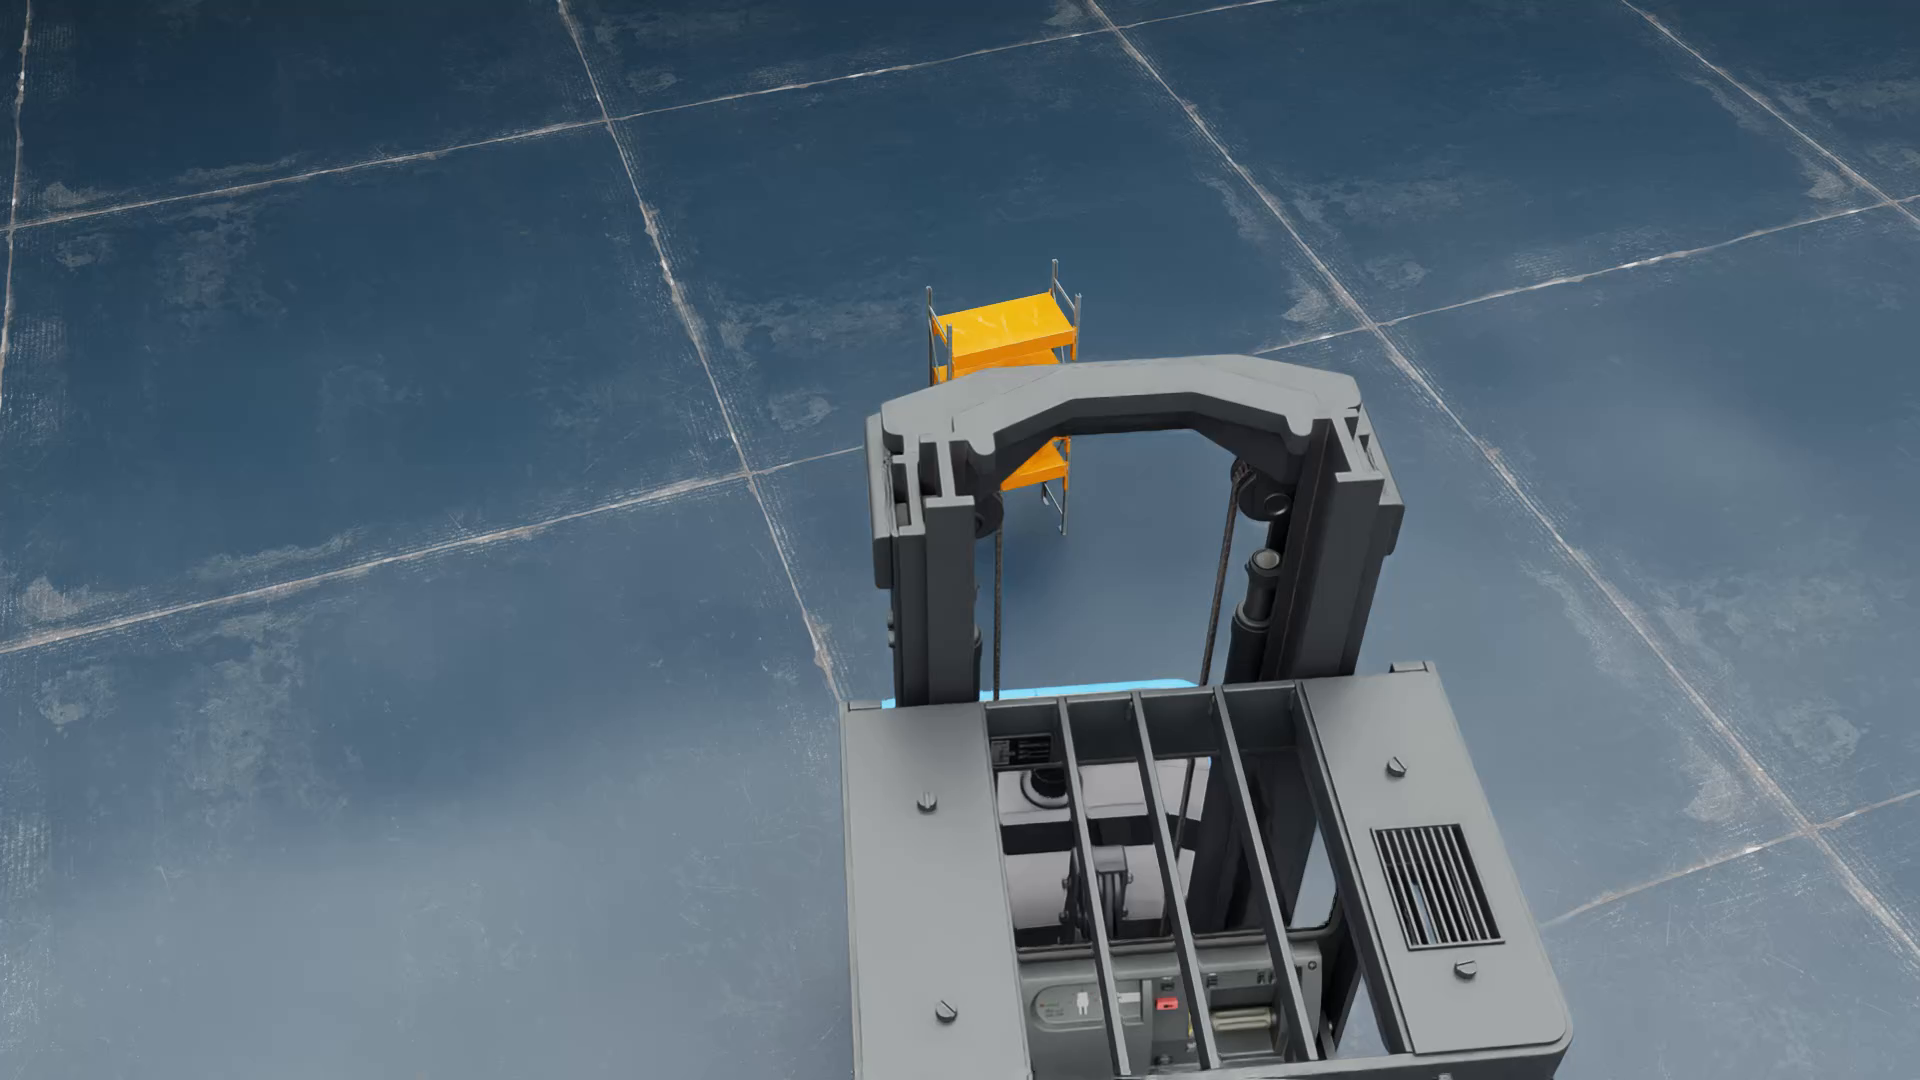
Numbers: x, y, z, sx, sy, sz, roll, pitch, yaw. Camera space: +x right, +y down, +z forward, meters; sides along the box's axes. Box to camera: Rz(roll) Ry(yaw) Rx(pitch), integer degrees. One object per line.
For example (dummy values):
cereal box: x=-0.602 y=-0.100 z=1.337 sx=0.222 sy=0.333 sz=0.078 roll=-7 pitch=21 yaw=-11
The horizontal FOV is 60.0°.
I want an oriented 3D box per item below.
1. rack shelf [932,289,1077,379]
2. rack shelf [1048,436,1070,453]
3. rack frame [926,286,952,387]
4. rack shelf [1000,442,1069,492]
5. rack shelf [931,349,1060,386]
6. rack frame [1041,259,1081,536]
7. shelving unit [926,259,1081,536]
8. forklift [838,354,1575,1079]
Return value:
rack shelf: x=0.156 y=-0.741 z=6.086 sx=0.480 sy=0.148 sz=0.258 roll=-14 pitch=47 yaw=-14
rack shelf: x=0.156 y=-0.416 z=6.412 sx=0.480 sy=0.148 sz=0.258 roll=-14 pitch=47 yaw=-14
rack frame: x=-0.074 y=-0.405 z=6.306 sx=0.015 sy=1.200 sz=0.240 roll=-14 pitch=47 yaw=-14
rack shelf: x=0.156 y=-0.276 z=6.553 sx=0.480 sy=0.148 sz=0.258 roll=-14 pitch=47 yaw=-14
rack shelf: x=0.156 y=-0.574 z=6.254 sx=0.480 sy=0.148 sz=0.258 roll=-14 pitch=47 yaw=-14
rack frame: x=0.385 y=-0.522 z=6.423 sx=0.015 sy=1.200 sz=0.240 roll=-14 pitch=47 yaw=-14
shelving unit: x=0.156 y=-0.463 z=6.365 sx=0.503 sy=1.200 sz=0.258 roll=-14 pitch=47 yaw=-14
forklift: x=0.349 y=1.193 z=3.492 sx=1.130 sy=2.935 sz=3.031 roll=-4 pitch=45 yaw=-4
